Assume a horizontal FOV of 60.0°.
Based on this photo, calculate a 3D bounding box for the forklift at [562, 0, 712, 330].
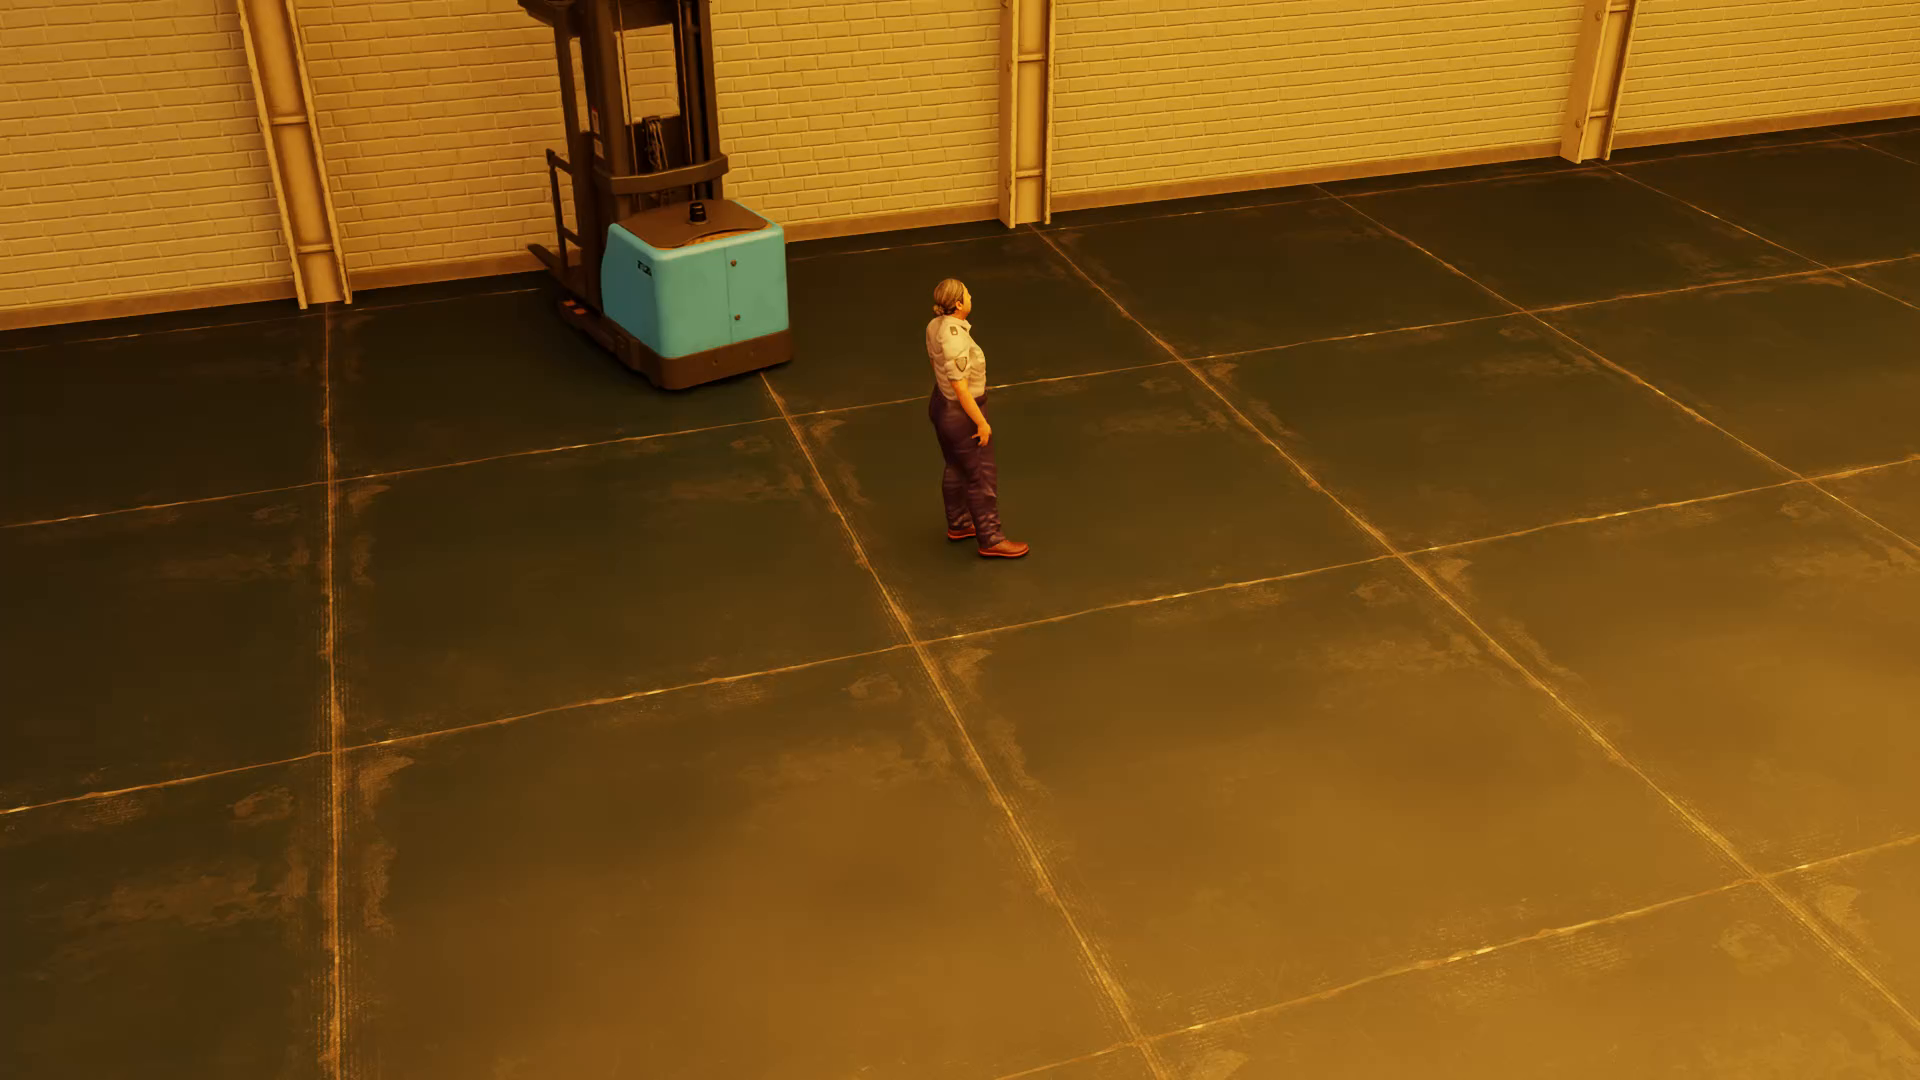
[{"bbox_3d":[-2.473,-3.014,12.326,1.121,2.935,3.031,-19,35,-30],"label":"forklift"}]

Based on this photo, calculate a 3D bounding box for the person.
[{"bbox_3d":[0.092,-0.725,9.617,0.503,1.651,0.598,-10,31,-16],"label":"person"}]
